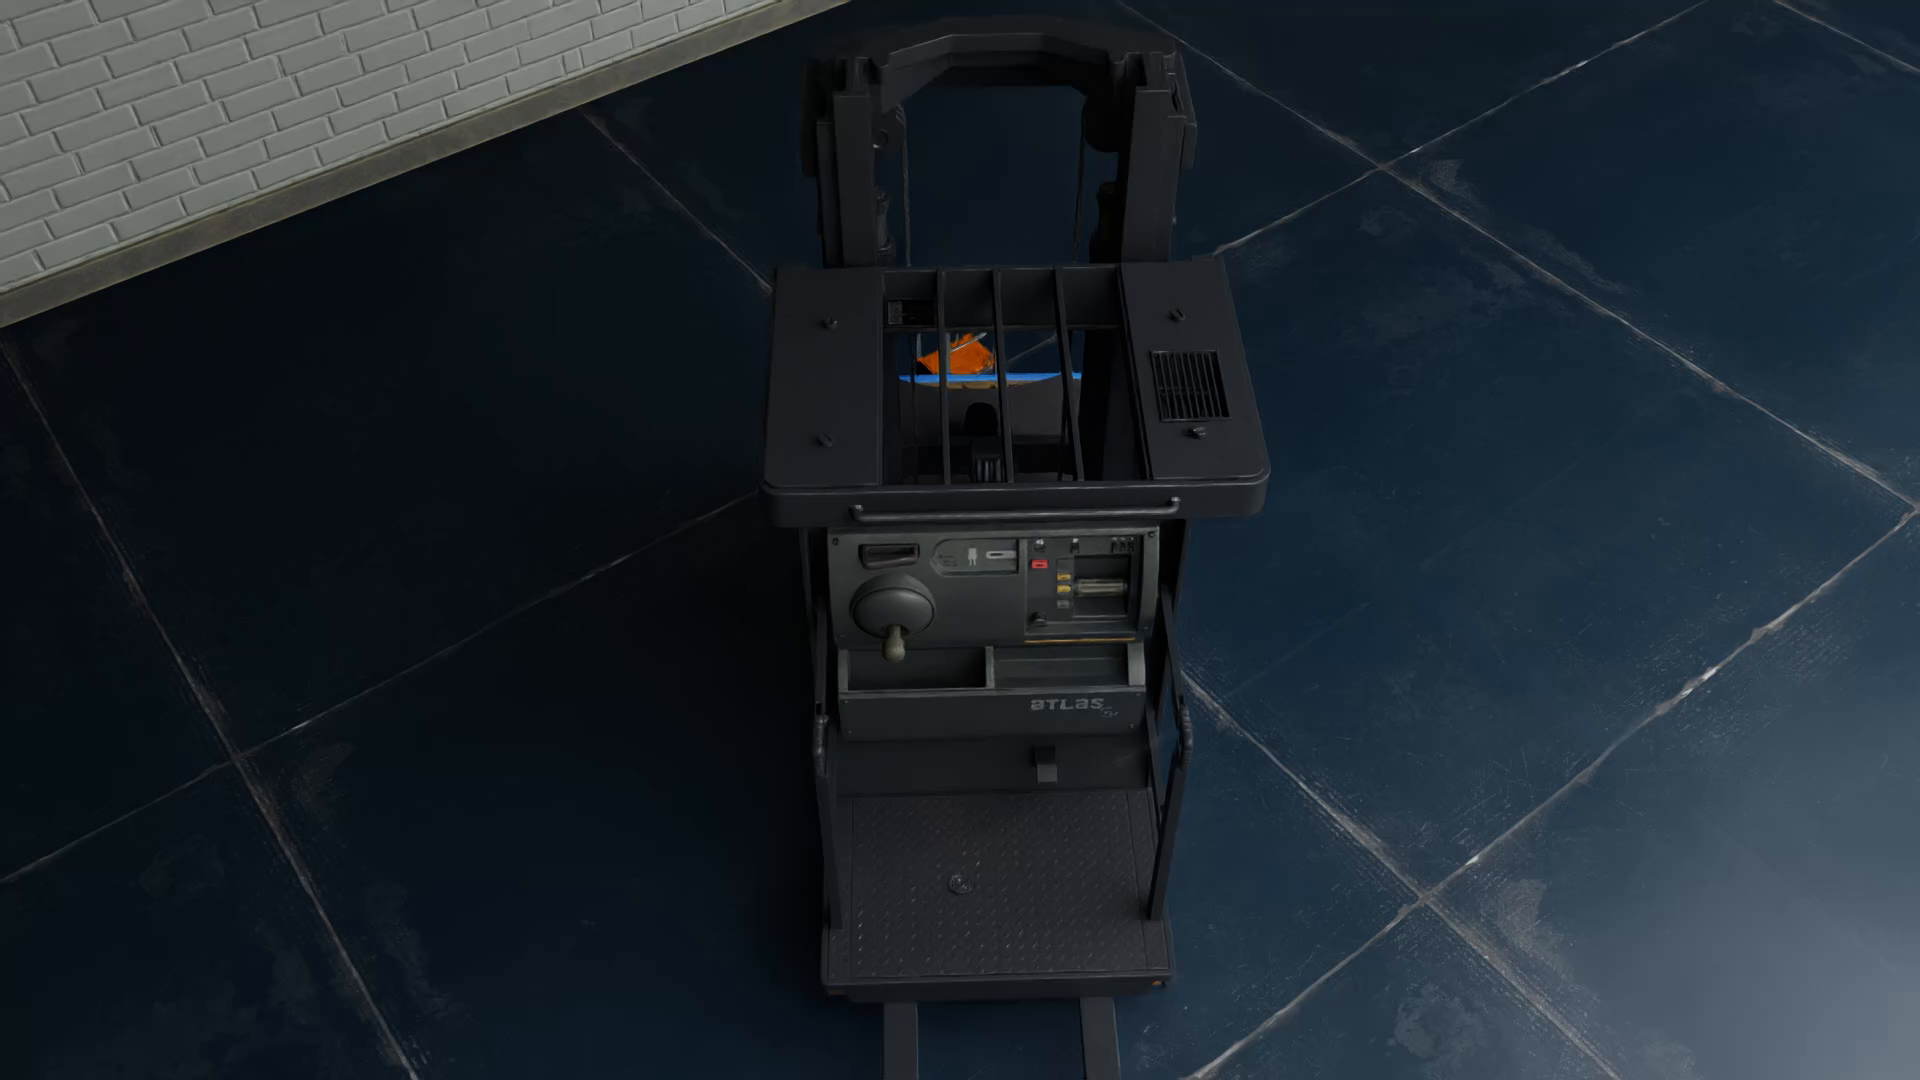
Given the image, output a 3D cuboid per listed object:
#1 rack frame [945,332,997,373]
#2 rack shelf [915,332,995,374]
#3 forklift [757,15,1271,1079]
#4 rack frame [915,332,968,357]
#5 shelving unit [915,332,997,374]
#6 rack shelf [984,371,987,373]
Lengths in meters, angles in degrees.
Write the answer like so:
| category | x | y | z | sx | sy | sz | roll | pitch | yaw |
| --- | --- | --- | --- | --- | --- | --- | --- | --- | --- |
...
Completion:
| category | x | y | z | sx | sy | sz | roll | pitch | yaw |
| --- | --- | --- | --- | --- | --- | --- | --- | --- | --- |
| rack frame | 0.046 | -0.365 | 6.269 | 0.240 | 1.200 | 0.006 | -28 | 54 | -23 |
| rack shelf | -0.007 | -0.632 | 6.085 | 0.258 | 0.103 | 0.180 | -28 | 54 | -23 |
| forklift | 0.104 | 0.240 | 4.553 | 1.130 | 2.935 | 3.031 | -1 | 48 | -1 |
| rack frame | -0.061 | -0.475 | 6.369 | 0.240 | 1.200 | 0.006 | -28 | 54 | -23 |
| shelving unit | -0.007 | -0.420 | 6.319 | 0.258 | 1.200 | 0.189 | -28 | 54 | -23 |
| rack shelf | -0.007 | -0.551 | 6.174 | 0.258 | 0.103 | 0.180 | -28 | 54 | -23 |
